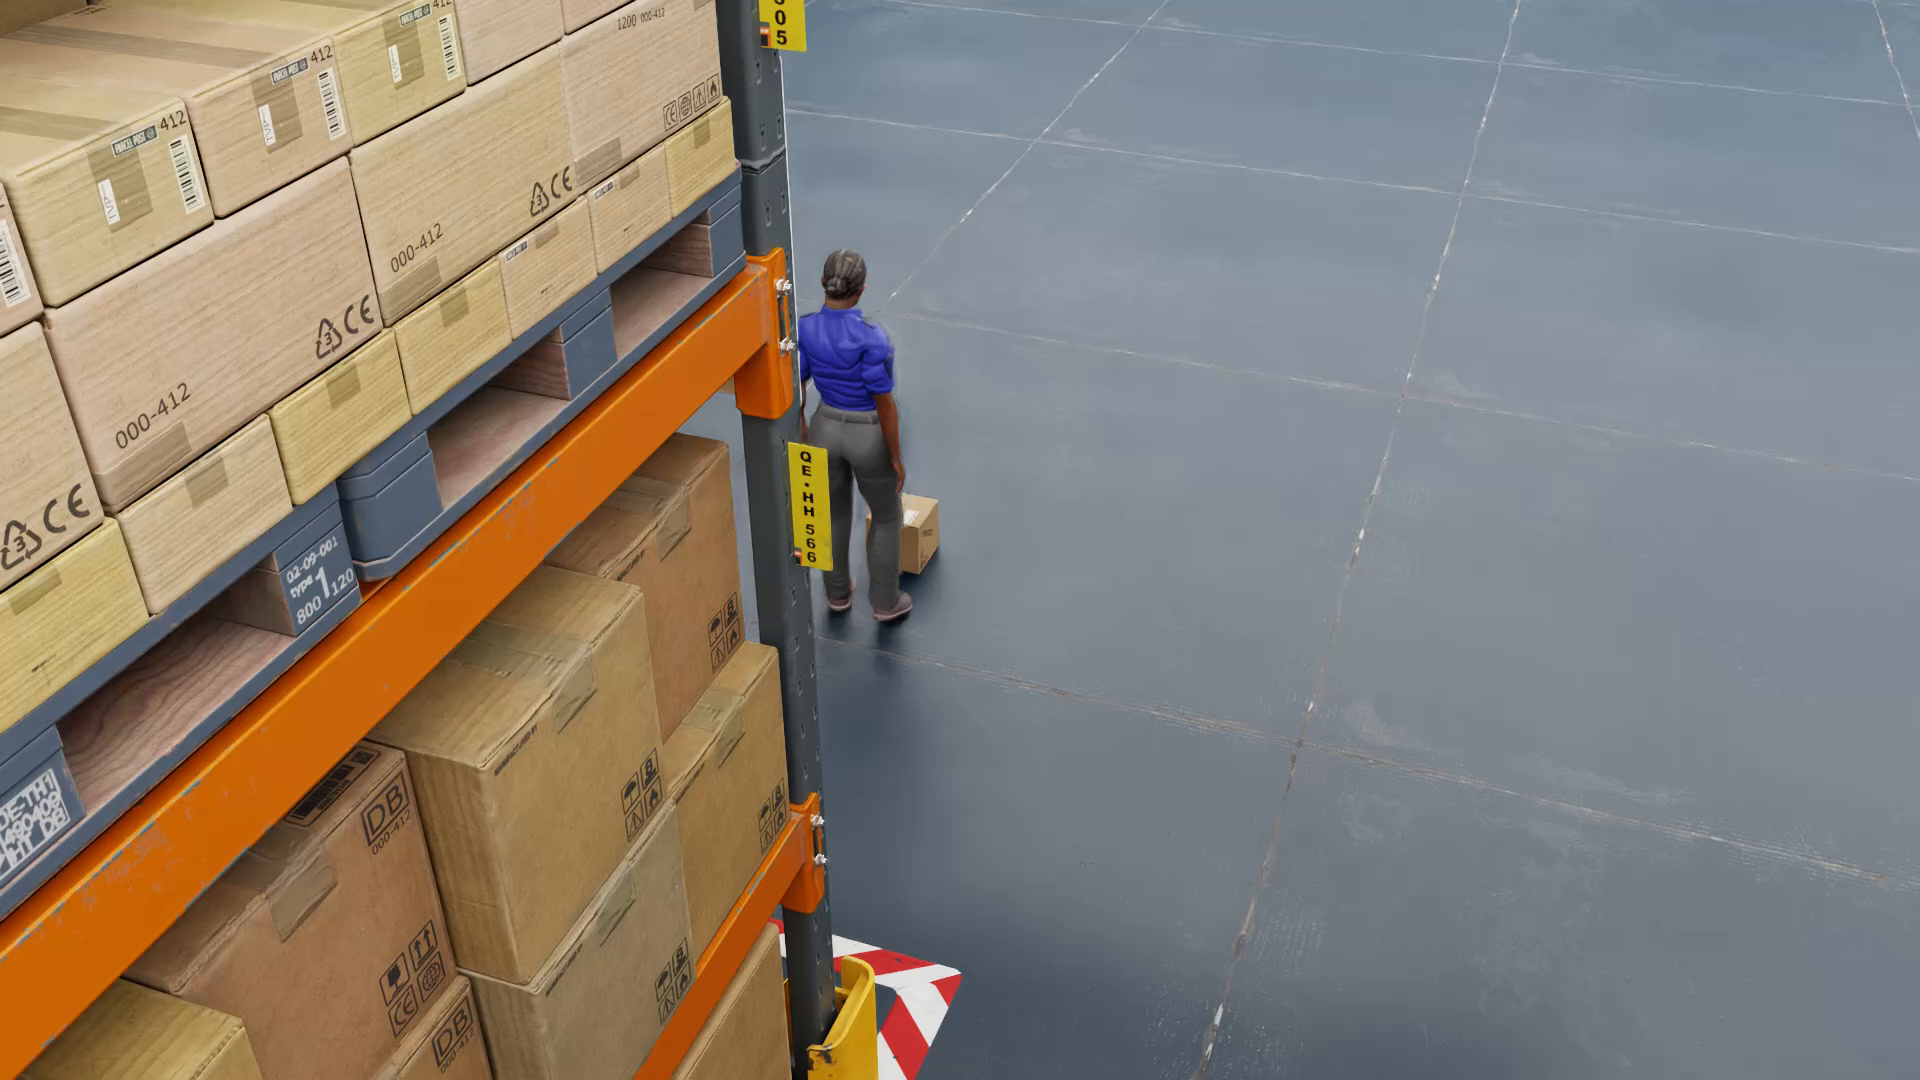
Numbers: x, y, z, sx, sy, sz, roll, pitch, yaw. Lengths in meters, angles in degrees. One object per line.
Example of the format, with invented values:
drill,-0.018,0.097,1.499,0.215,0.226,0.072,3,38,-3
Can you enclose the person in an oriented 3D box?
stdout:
person,-0.430,-0.391,6.732,0.525,1.692,0.373,12,35,17
